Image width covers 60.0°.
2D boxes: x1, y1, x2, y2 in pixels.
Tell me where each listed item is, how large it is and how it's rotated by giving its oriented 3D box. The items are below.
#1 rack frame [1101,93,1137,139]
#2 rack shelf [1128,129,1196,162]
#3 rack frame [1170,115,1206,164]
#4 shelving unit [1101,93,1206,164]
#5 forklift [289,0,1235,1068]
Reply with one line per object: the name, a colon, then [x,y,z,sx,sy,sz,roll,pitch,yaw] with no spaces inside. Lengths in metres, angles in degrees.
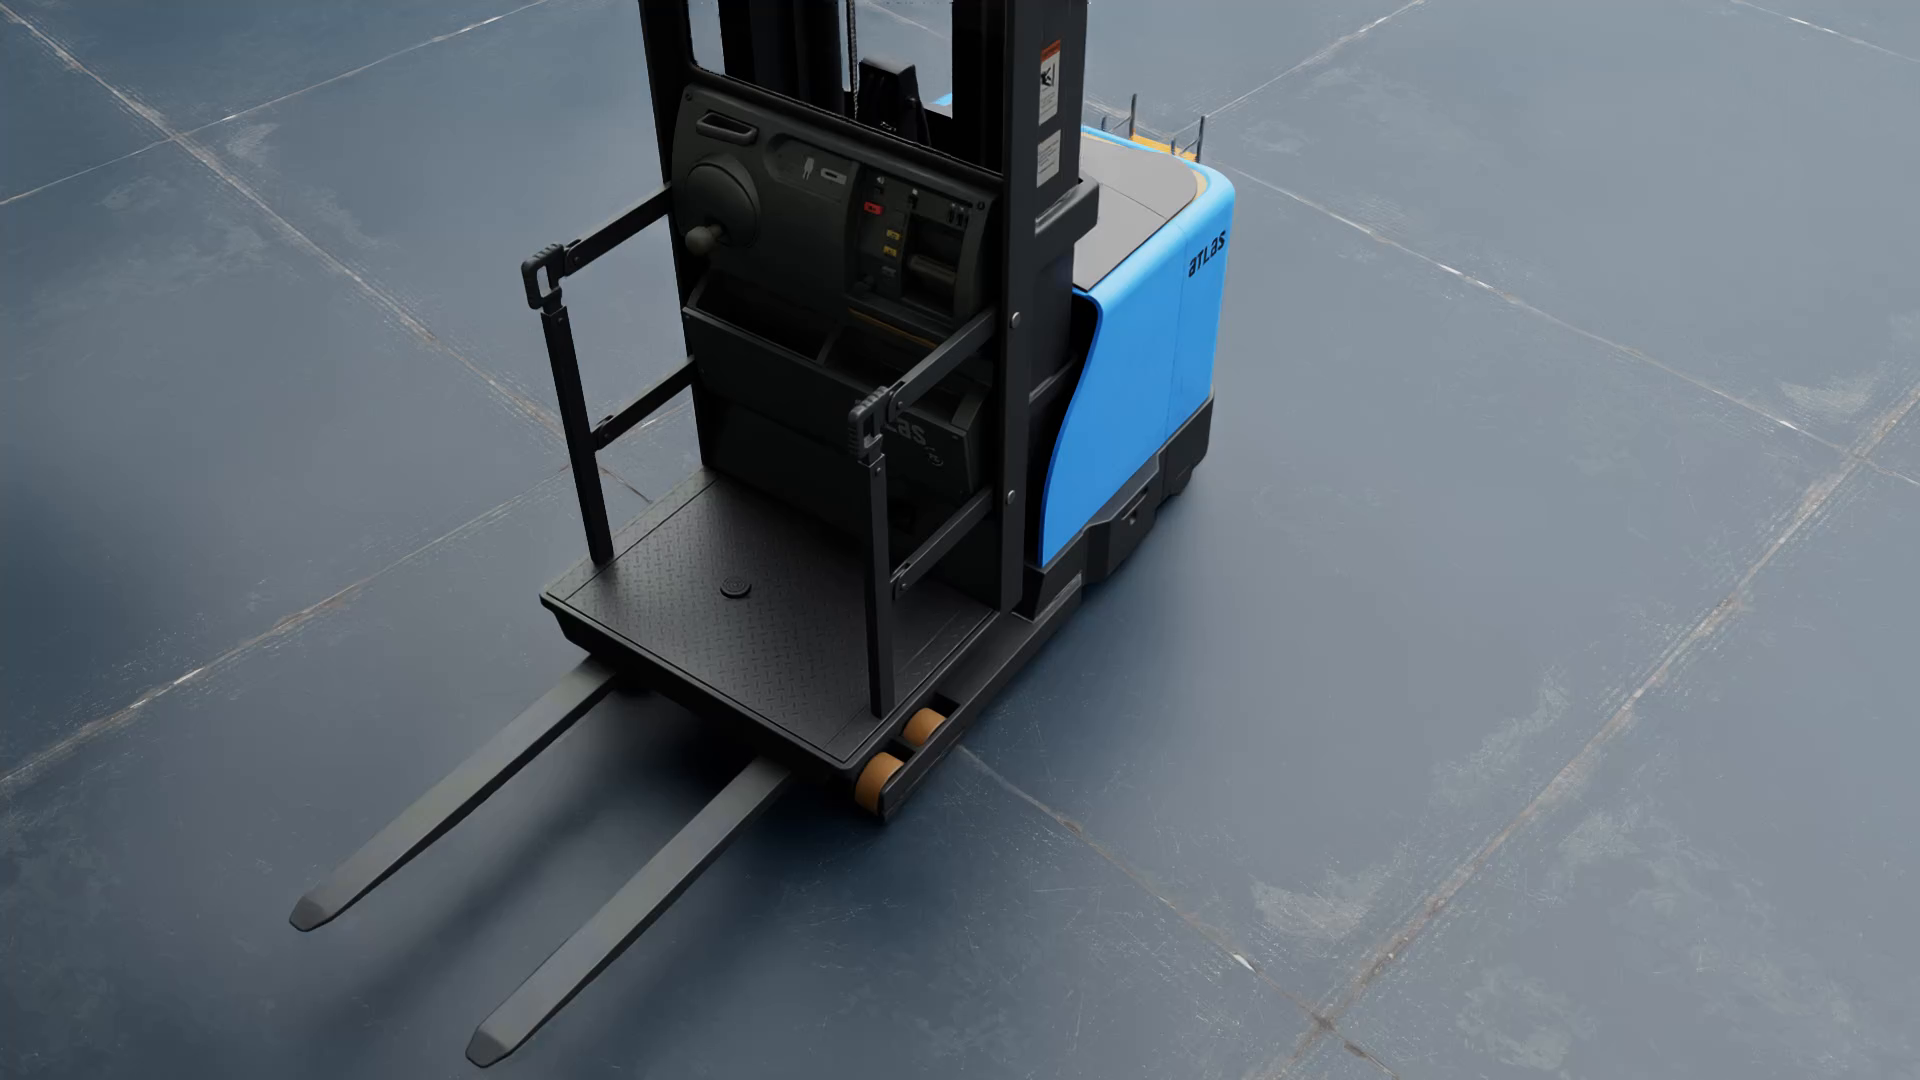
rack frame: [0.487,-0.956,5.506,0.008,1.050,0.200,25,47,25]
rack shelf: [0.592,-1.114,5.274,0.240,0.259,0.215,25,47,25]
rack frame: [0.687,-0.861,5.404,0.008,1.050,0.200,25,47,25]
shelving unit: [0.587,-0.909,5.455,0.252,1.050,0.215,25,47,25]
forklift: [-0.447,-0.717,3.867,1.130,2.935,3.031,26,49,25]
